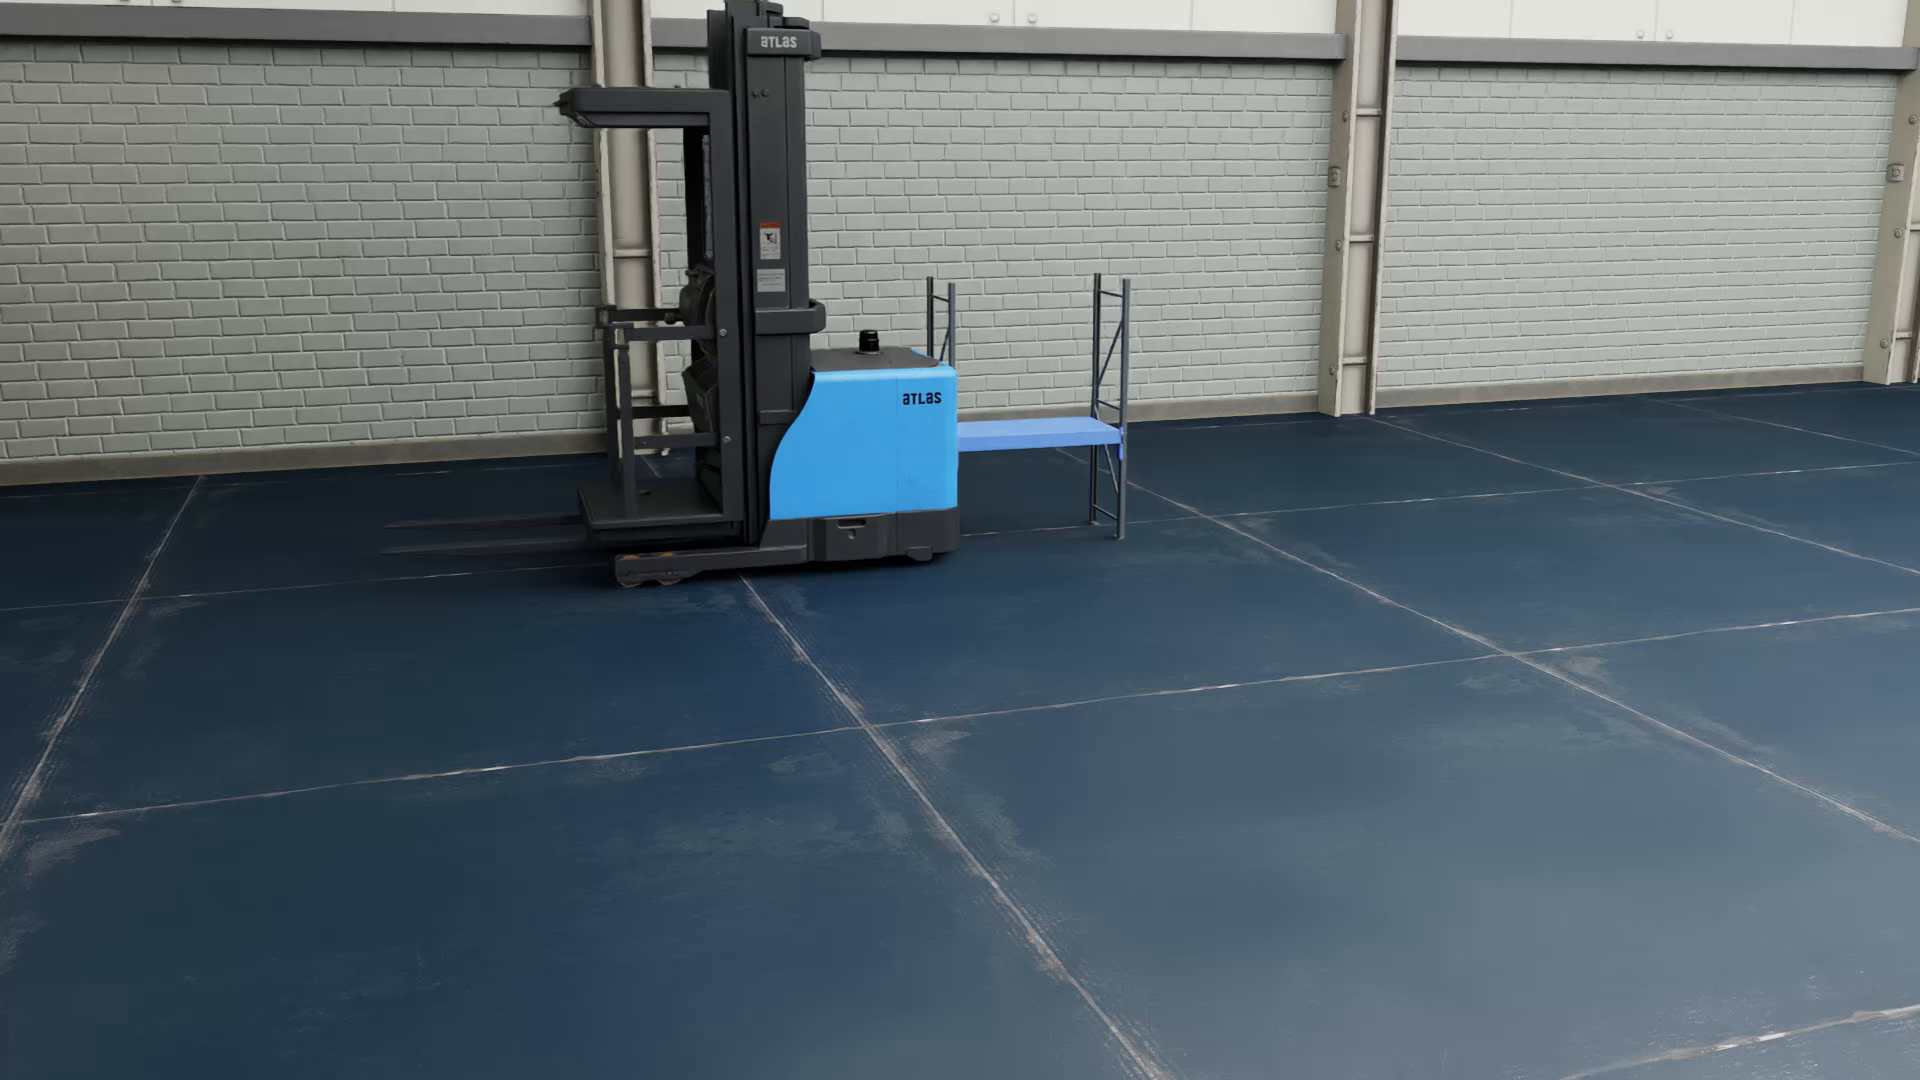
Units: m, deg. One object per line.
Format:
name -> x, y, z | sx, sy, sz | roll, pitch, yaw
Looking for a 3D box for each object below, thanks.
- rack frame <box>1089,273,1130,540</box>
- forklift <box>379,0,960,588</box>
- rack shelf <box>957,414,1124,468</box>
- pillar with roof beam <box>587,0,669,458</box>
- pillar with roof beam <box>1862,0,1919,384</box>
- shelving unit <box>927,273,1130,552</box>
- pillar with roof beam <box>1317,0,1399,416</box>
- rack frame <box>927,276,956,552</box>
rack frame -> 0.870, -0.784, 9.699 | 0.032, 1.500, 0.500 | -4, 14, -16
forklift -> -1.576, -1.315, 8.839 | 3.031, 2.935, 1.130 | -4, 14, -16
rack shelf -> 0.381, -0.577, 9.603 | 1.000, 0.185, 0.538 | -4, 14, -16
pillar with roof beam -> -1.015, -4.082, 7.358 | 0.400, 9.000, 9.100 | -4, 14, -18
pillar with roof beam -> 10.358, -4.968, 11.081 | 0.400, 9.000, 9.100 | -4, 14, -18
shelving unit -> 0.381, -0.752, 9.562 | 1.048, 1.500, 0.538 | -4, 14, -16
pillar with roof beam -> 4.671, -4.525, 9.220 | 0.400, 9.000, 9.100 | -4, 14, -18
rack frame -> -0.107, -0.719, 9.424 | 0.032, 1.500, 0.500 | -4, 14, -16
